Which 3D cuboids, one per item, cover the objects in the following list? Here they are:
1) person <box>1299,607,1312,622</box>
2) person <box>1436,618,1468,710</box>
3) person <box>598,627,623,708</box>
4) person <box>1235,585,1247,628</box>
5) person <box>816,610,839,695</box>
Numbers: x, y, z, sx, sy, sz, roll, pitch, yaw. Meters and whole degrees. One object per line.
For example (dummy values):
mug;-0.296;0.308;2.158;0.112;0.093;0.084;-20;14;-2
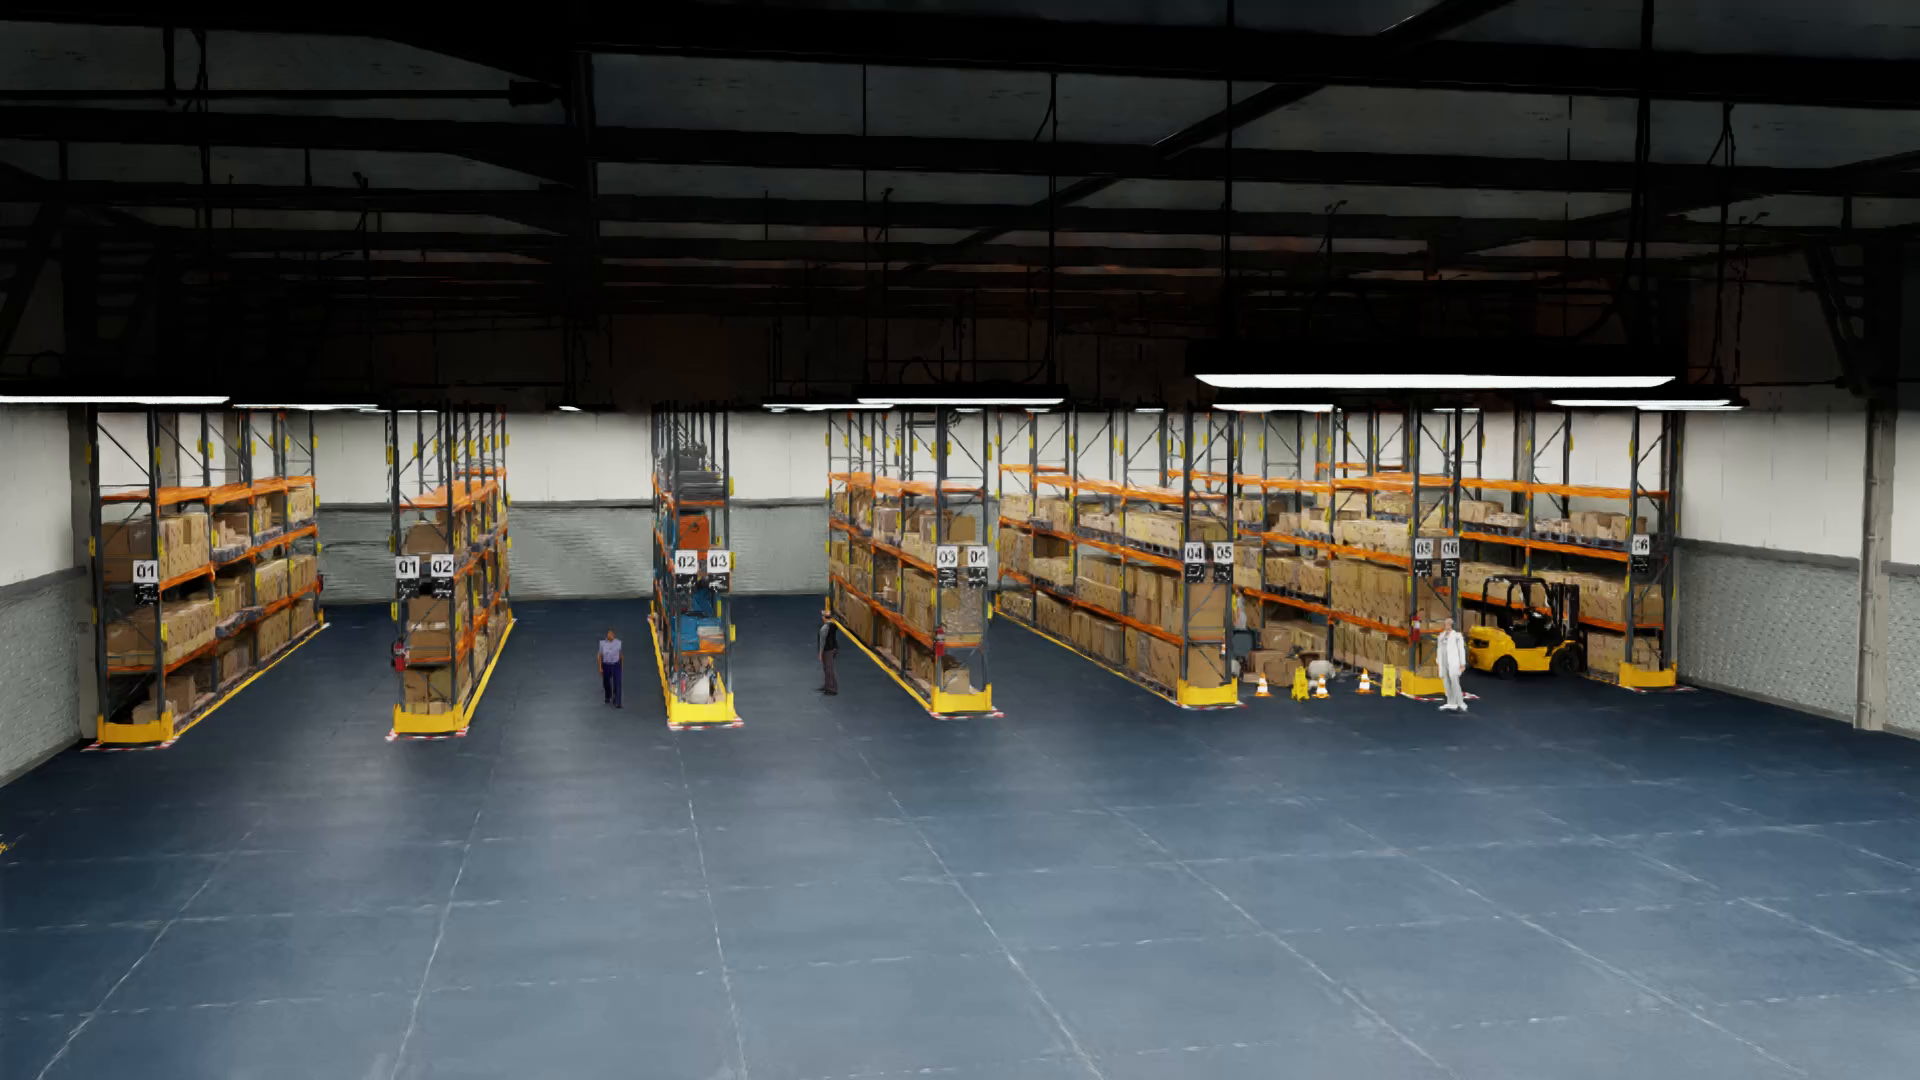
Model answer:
person;9.442;1.354;45.944;0.577;1.785;0.655;1;4;15
person;9.525;2.400;32.200;0.455;1.772;0.683;-4;6;-39
person;-6.847;2.472;32.560;0.479;1.536;1.090;-1;4;-10
person;6.635;1.893;39.552;0.564;1.666;0.526;1;4;15
person;-2.736;2.281;34.068;0.576;1.718;0.626;1;5;17
